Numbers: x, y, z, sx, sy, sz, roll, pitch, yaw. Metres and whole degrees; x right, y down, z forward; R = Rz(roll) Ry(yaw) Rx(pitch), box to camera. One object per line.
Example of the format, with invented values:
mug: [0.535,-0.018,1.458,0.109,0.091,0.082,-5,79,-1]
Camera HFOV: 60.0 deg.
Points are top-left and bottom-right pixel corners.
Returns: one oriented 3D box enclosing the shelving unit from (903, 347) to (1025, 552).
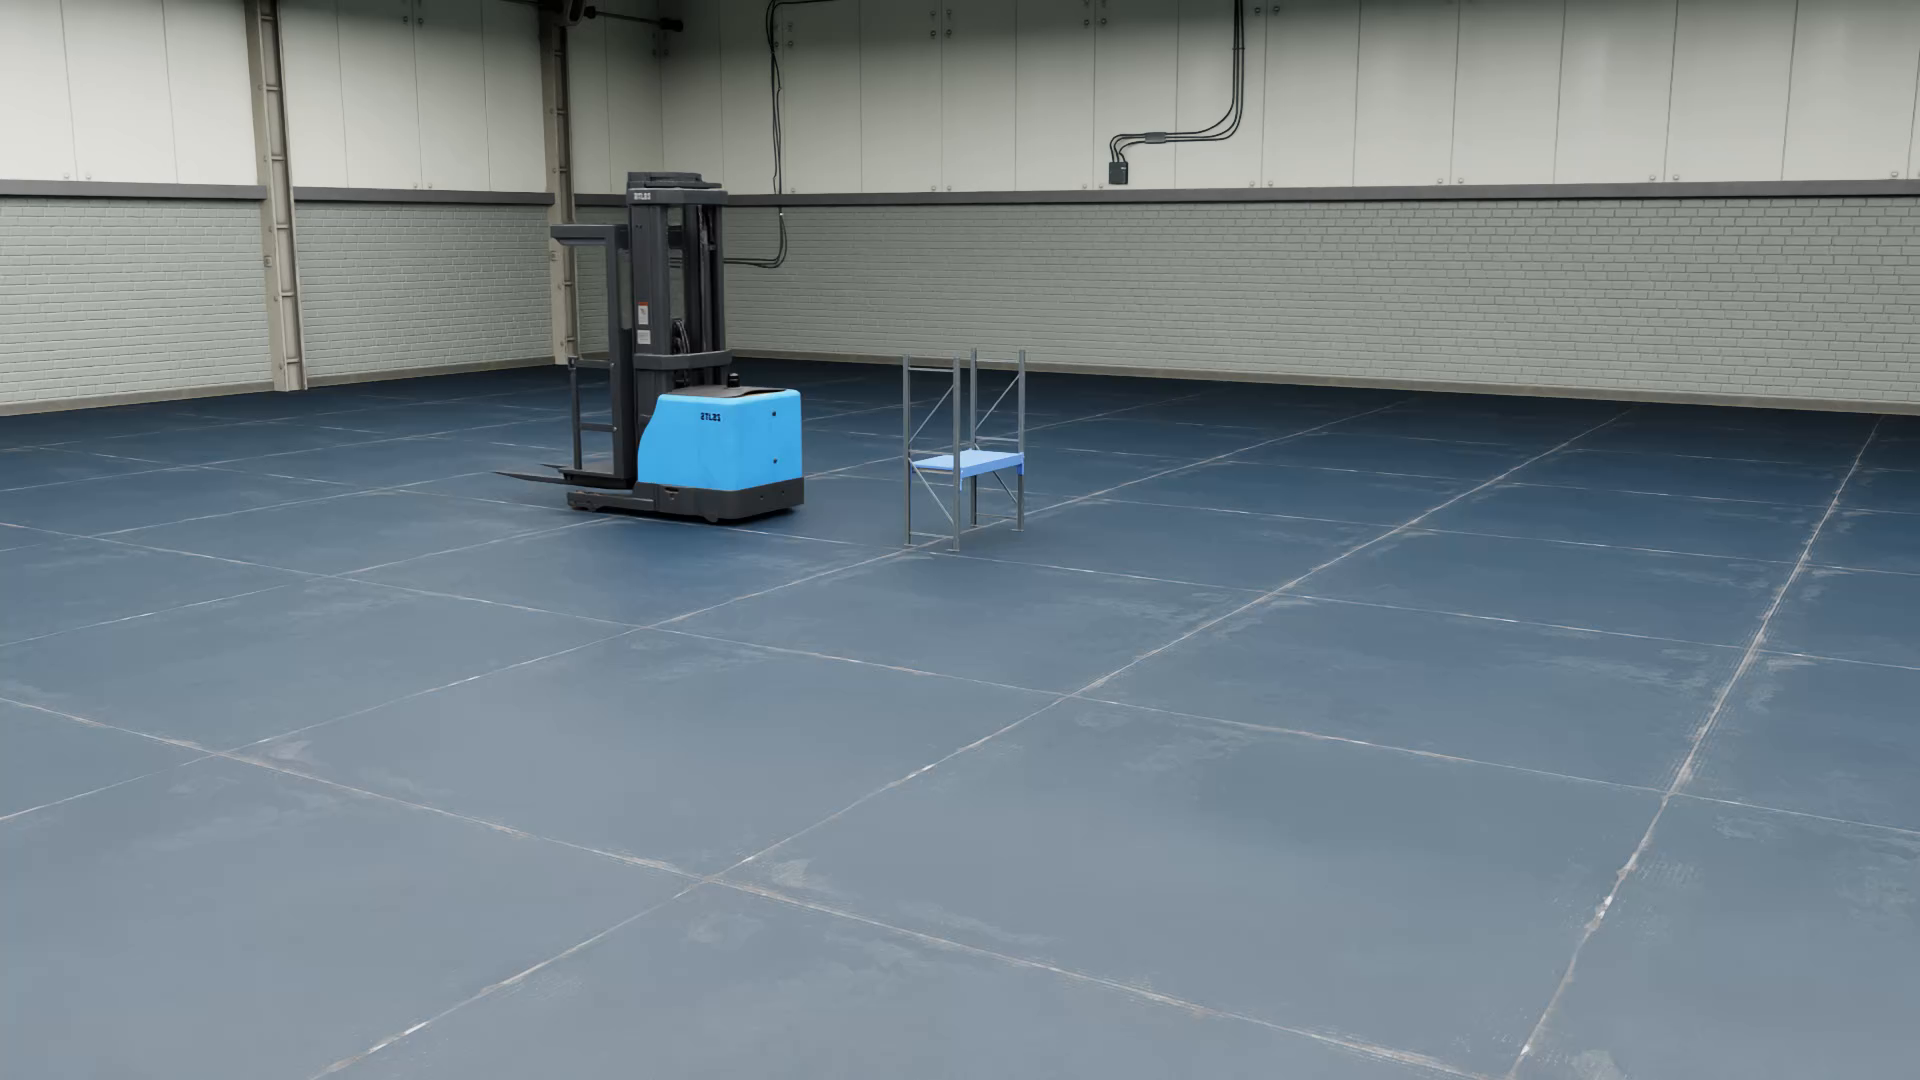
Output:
shelving unit: [0.044,-0.751,13.302,0.538,1.500,1.048,6,12,31]

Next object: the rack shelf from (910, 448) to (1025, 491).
rack shelf: [0.044,-0.574,13.335,0.538,0.185,1.000,6,12,31]

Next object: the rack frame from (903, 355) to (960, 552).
rack frame: [-0.220,-0.671,12.875,0.500,1.500,0.032,6,12,31]

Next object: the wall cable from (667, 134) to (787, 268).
wall cable: [-4.619,-6.508,32.115,3.097,2.526,0.112,6,12,31]

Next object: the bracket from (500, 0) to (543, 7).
bracket: [-8.528,-8.962,27.004,0.076,0.066,4.783,6,12,31]

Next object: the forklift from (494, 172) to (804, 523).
forklift: [-2.904,-1.765,14.832,3.031,2.935,1.130,6,12,31]

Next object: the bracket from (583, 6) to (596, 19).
bracket: [-6.760,-9.498,29.866,0.235,0.232,0.430,6,12,31]

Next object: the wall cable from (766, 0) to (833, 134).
wall cable: [-2.307,-8.732,30.270,3.097,2.526,0.112,6,12,31]

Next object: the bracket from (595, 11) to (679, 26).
bracket: [-5.836,-9.778,31.360,0.076,0.066,3.189,6,12,31]

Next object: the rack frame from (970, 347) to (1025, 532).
rack frame: [0.308,-0.831,13.729,0.500,1.500,0.032,6,12,31]

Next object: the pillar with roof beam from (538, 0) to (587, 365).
pillar with roof beam: [-3.599,-7.286,27.832,9.100,9.000,0.548,6,12,31]

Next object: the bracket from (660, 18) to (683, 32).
bracket: [-5.529,-9.871,31.857,0.235,0.232,0.430,6,12,31]

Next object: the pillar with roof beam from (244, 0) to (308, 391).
pillar with roof beam: [-6.714,-6.342,22.792,9.100,9.000,0.400,6,12,31]

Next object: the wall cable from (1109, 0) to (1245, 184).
wall cable: [3.487,-8.796,26.659,2.305,6.003,0.169,6,12,31]

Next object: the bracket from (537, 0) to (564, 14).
bracket: [-7.191,-9.367,29.168,0.235,0.232,0.430,6,12,31]
